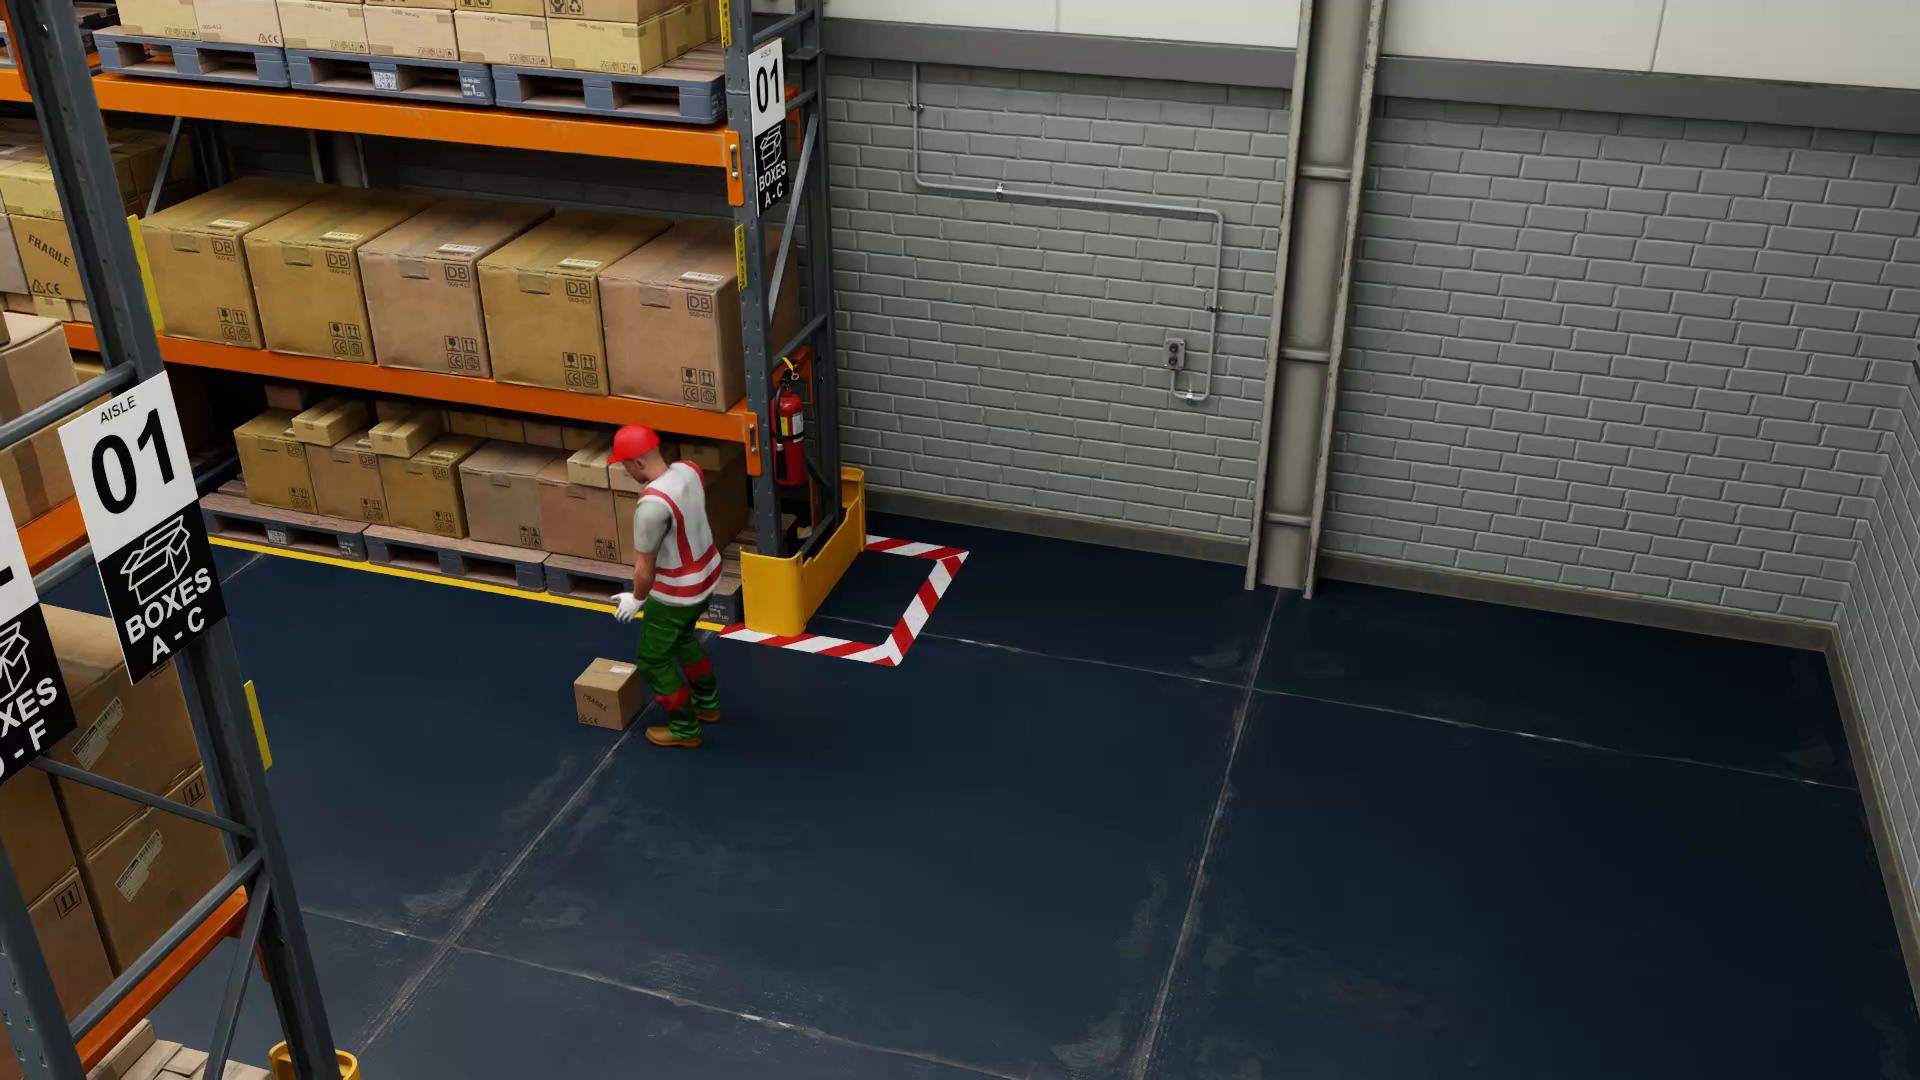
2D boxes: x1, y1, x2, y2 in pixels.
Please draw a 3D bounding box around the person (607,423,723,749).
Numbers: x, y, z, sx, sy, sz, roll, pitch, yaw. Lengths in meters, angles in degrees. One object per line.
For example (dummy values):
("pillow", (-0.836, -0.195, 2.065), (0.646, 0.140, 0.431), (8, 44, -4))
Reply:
("person", (-1.427, 0.231, 8.137), (0.477, 1.724, 0.547), (9, 30, 16))
